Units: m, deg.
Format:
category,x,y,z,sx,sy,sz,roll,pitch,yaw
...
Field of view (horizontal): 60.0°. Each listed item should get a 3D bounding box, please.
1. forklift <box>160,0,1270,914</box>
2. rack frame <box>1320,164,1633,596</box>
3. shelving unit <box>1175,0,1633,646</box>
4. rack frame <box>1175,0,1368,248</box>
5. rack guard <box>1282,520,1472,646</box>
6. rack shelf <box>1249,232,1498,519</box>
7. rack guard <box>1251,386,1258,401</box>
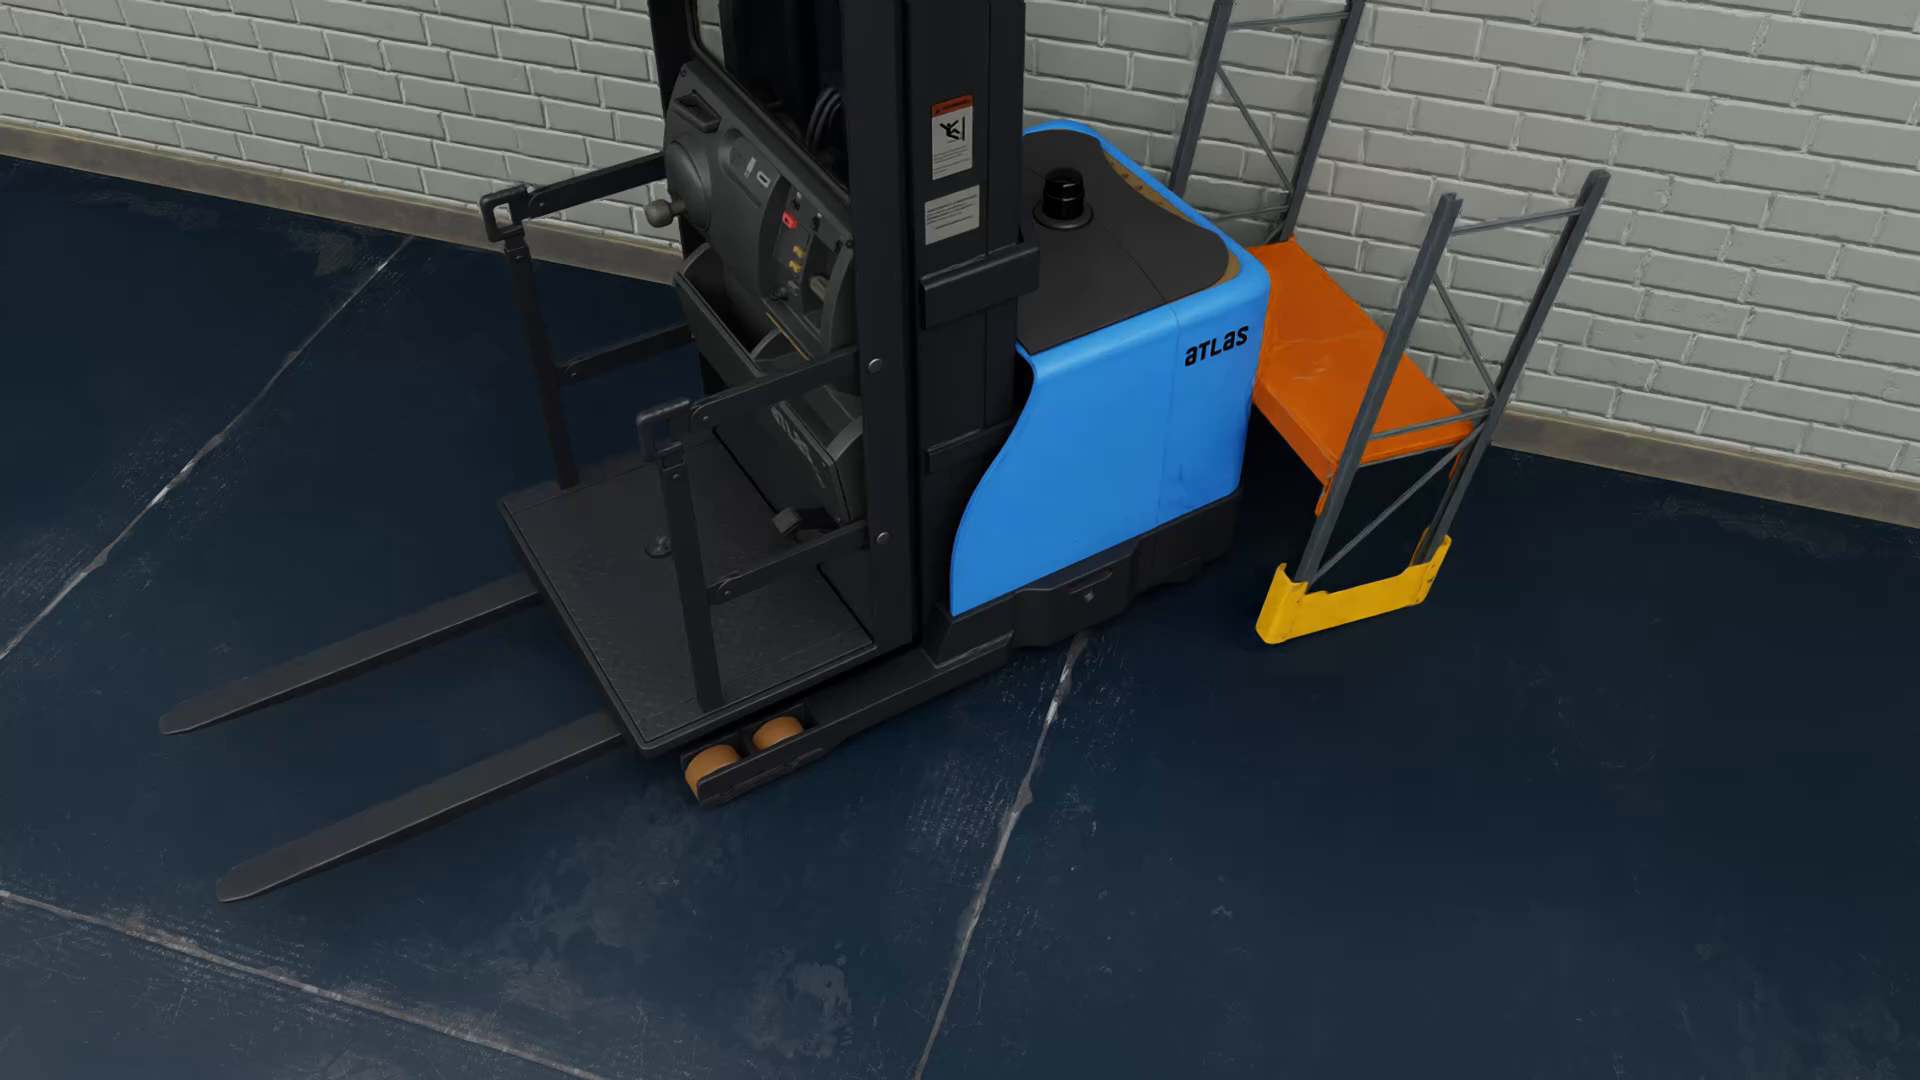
category,x,y,z,sx,sy,sz,roll,pitch,yaw
forklift,-0.666,-0.748,3.919,3.031,2.935,1.130,-24,49,-22
rack frame,1.315,-0.309,4.456,0.500,1.500,0.032,-16,49,-25
shelving unit,1.072,-0.647,4.763,0.587,1.500,1.083,-16,49,-25
rack frame,0.836,-0.973,5.059,0.500,1.500,0.032,-16,49,-25
rack guard,1.228,0.125,4.897,0.587,0.250,0.087,-16,49,-25
rack shelf,1.053,-0.513,4.881,0.538,0.185,1.000,-16,49,-25
rack guard,0.759,-0.525,5.488,0.587,0.250,0.087,-16,49,-25
